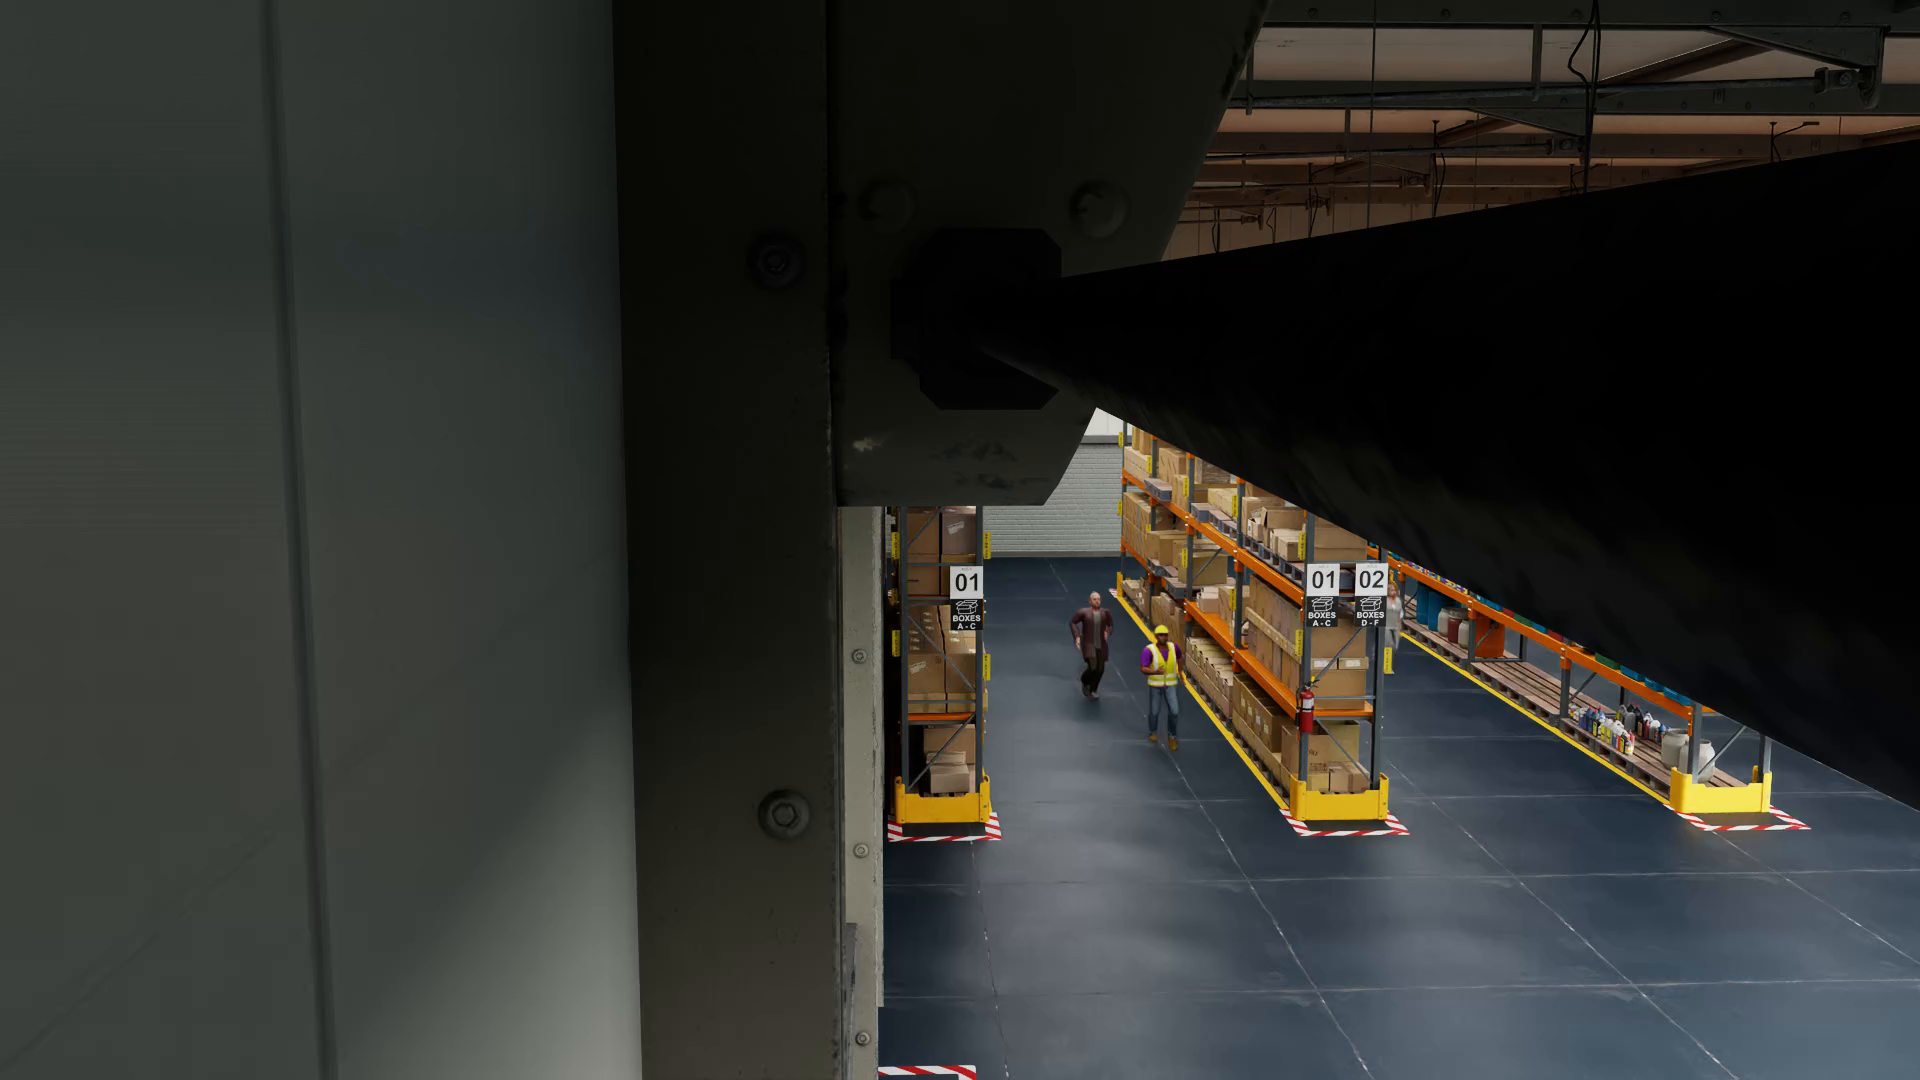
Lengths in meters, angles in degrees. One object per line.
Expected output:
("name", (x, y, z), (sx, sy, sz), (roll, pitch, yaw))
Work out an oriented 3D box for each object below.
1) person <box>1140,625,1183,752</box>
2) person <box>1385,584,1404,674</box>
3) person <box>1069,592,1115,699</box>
("person", (2.894, 2.025, 23.692), (0.684, 1.647, 0.732), (-1, 8, -7))
("person", (7.426, 1.543, 28.666), (0.503, 1.559, 0.493), (-1, 8, -7))
("person", (2.170, 1.716, 26.738), (0.692, 1.742, 0.656), (-2, 8, -15))
